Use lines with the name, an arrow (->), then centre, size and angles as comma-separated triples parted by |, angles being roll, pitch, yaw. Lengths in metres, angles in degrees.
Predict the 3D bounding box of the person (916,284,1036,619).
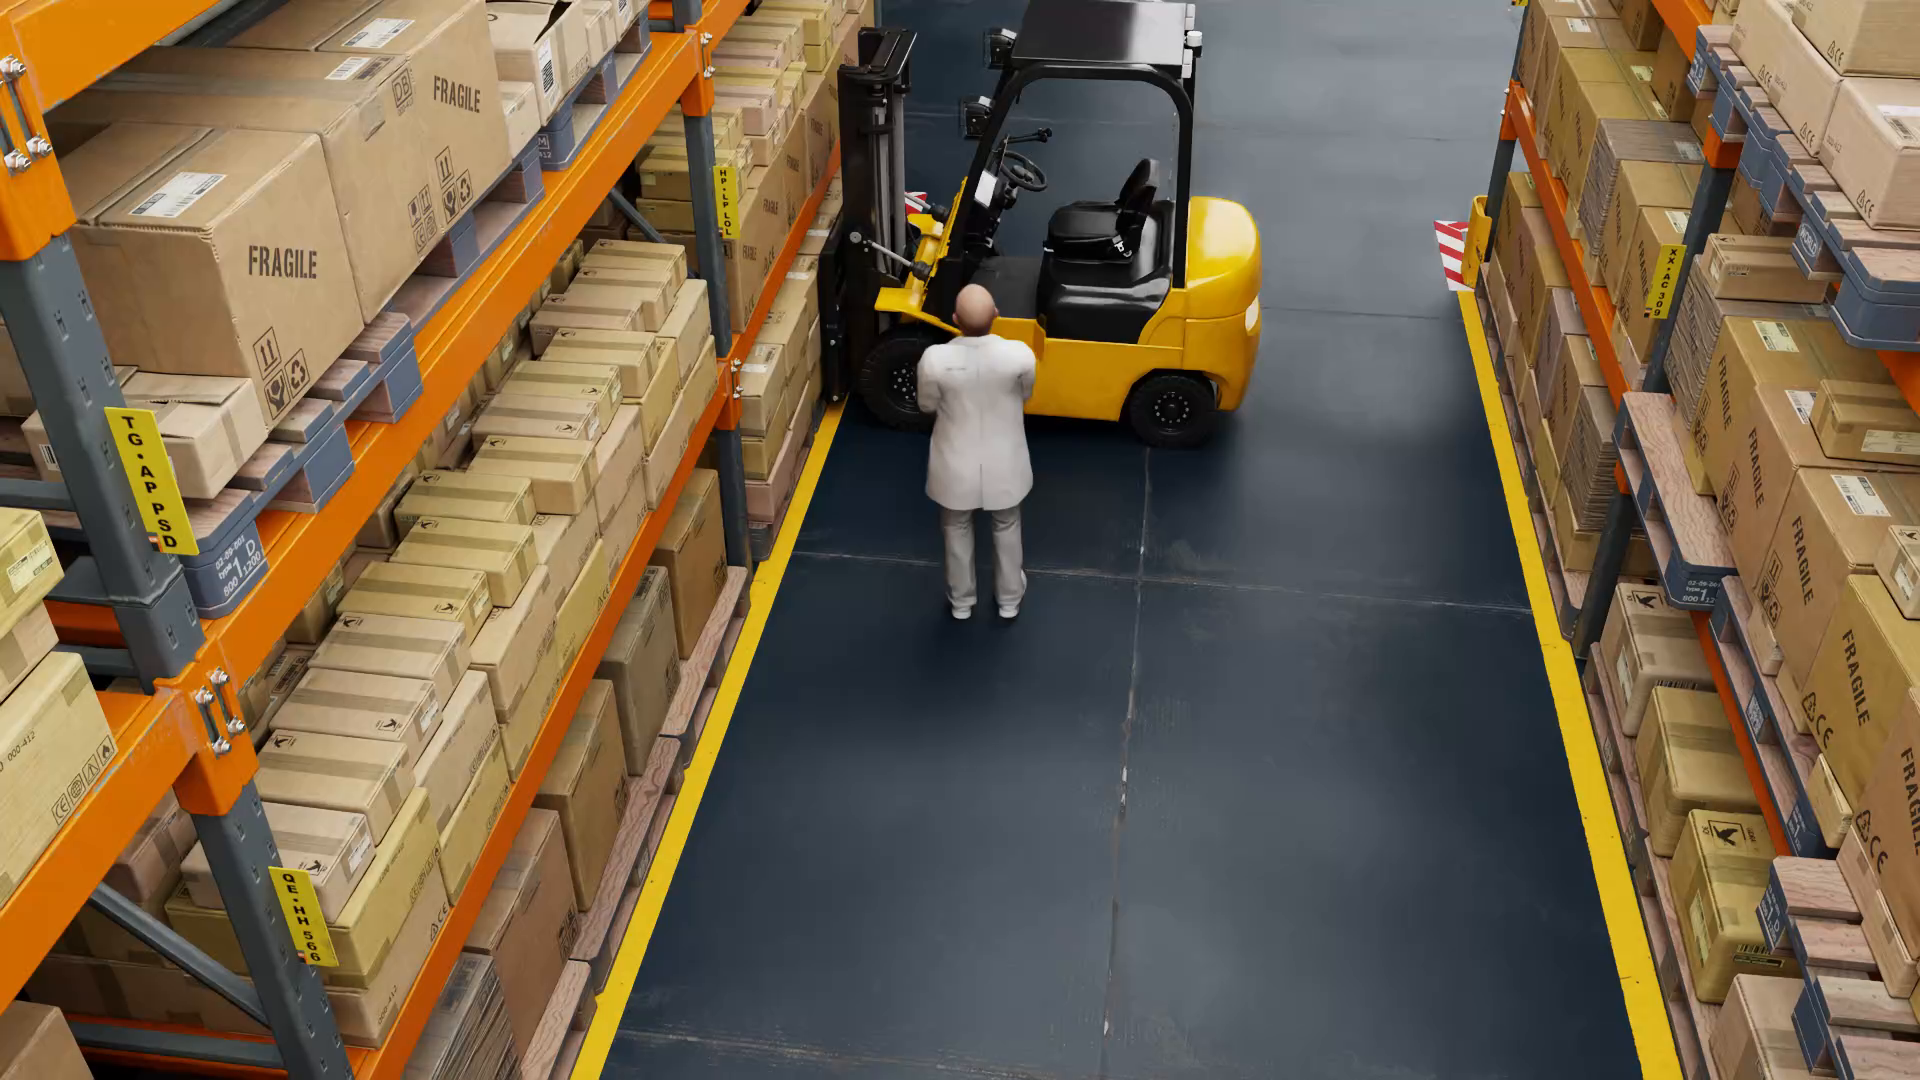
person -> 0.070, -0.441, 7.667 | 0.543, 1.779, 0.550 | -3, 36, -4
